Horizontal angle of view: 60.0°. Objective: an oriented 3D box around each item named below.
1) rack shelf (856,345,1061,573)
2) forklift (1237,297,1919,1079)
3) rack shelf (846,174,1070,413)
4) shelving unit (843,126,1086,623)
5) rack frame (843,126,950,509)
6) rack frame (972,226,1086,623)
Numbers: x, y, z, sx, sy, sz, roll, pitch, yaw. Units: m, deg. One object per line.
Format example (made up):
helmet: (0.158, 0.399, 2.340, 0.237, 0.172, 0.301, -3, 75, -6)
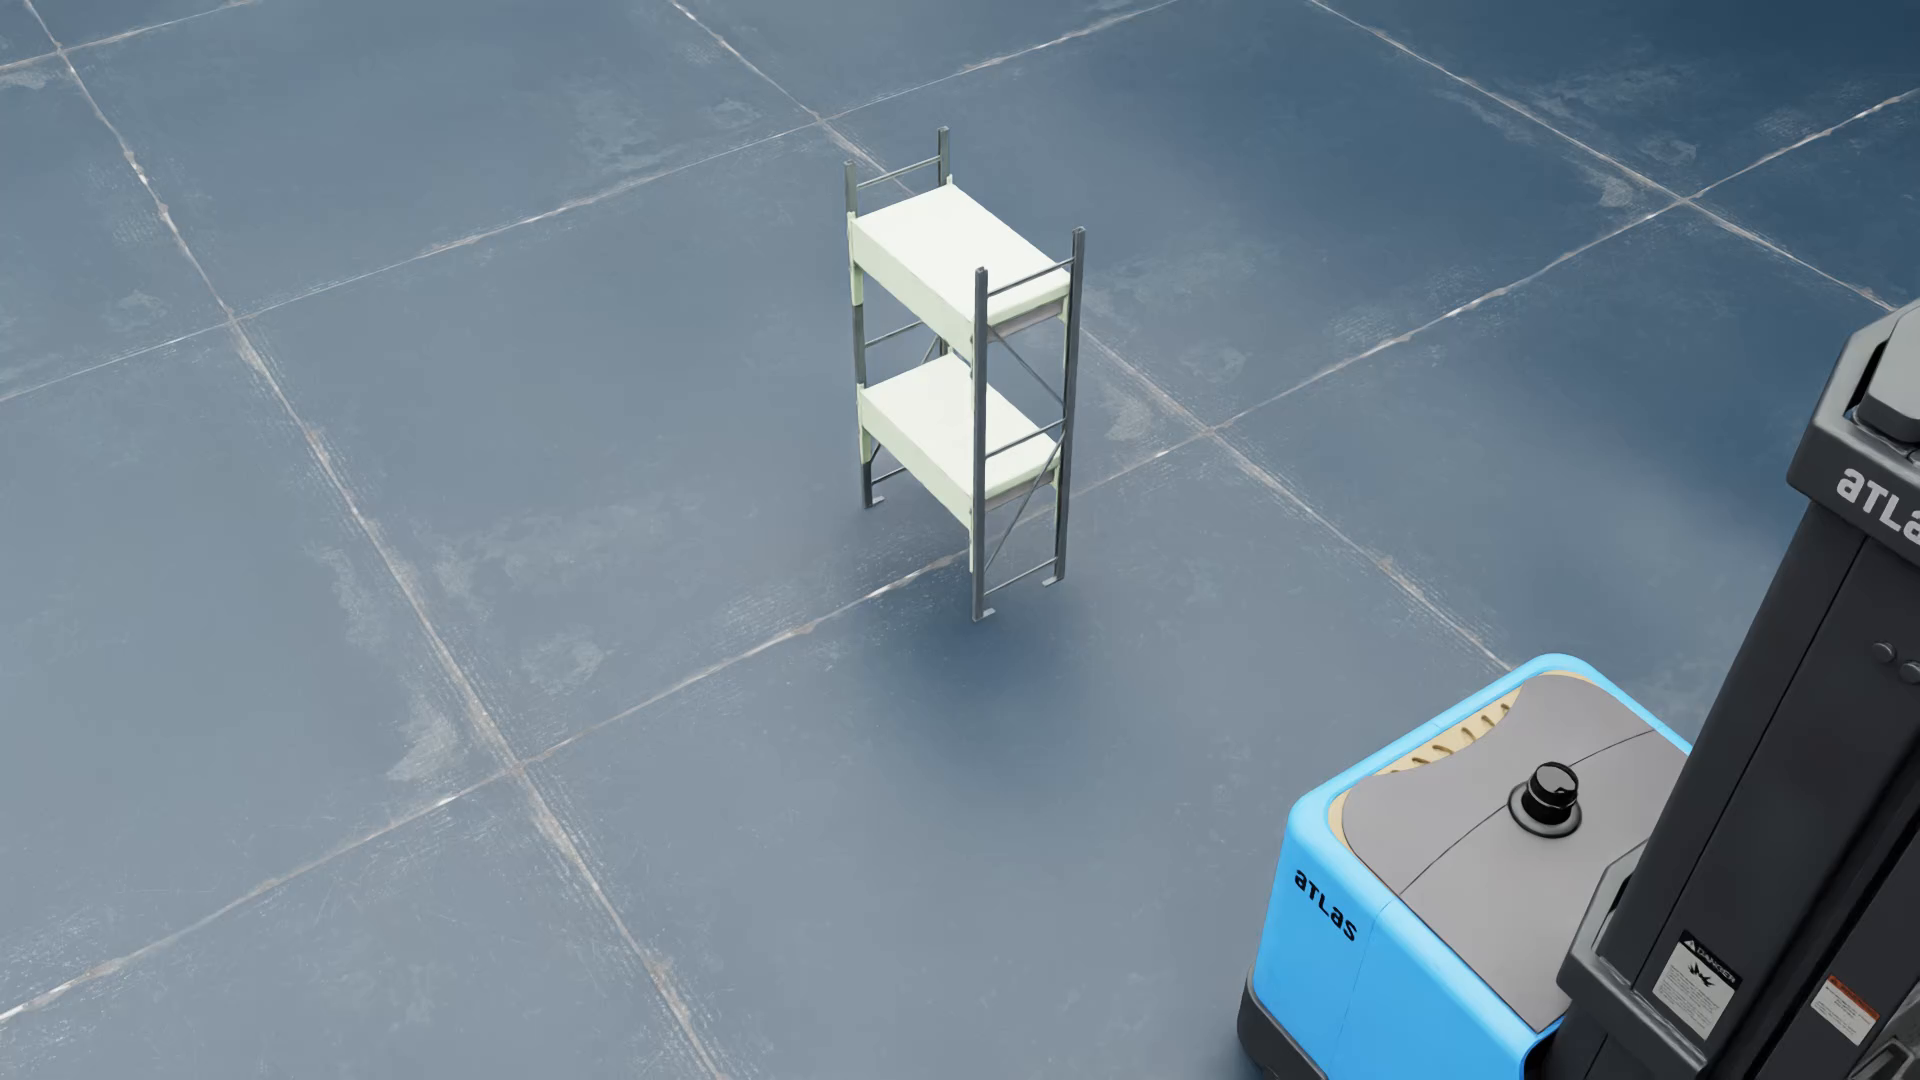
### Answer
rack shelf: (0.004, -0.303, 5.953, 0.431, 0.370, 0.720, -26, 49, -24)
forklift: (2.018, 1.024, 3.055, 1.130, 2.935, 3.031, -25, 49, -24)
rack shelf: (0.004, -0.821, 5.459, 0.431, 0.370, 0.720, -26, 49, -24)
shelving unit: (0.004, -0.539, 5.728, 0.431, 1.500, 0.755, -26, 49, -24)
rack frame: (-0.206, -0.746, 5.945, 0.400, 1.500, 0.023, -26, 49, -24)
rack frame: (0.213, -0.331, 5.511, 0.400, 1.500, 0.023, -26, 49, -24)
